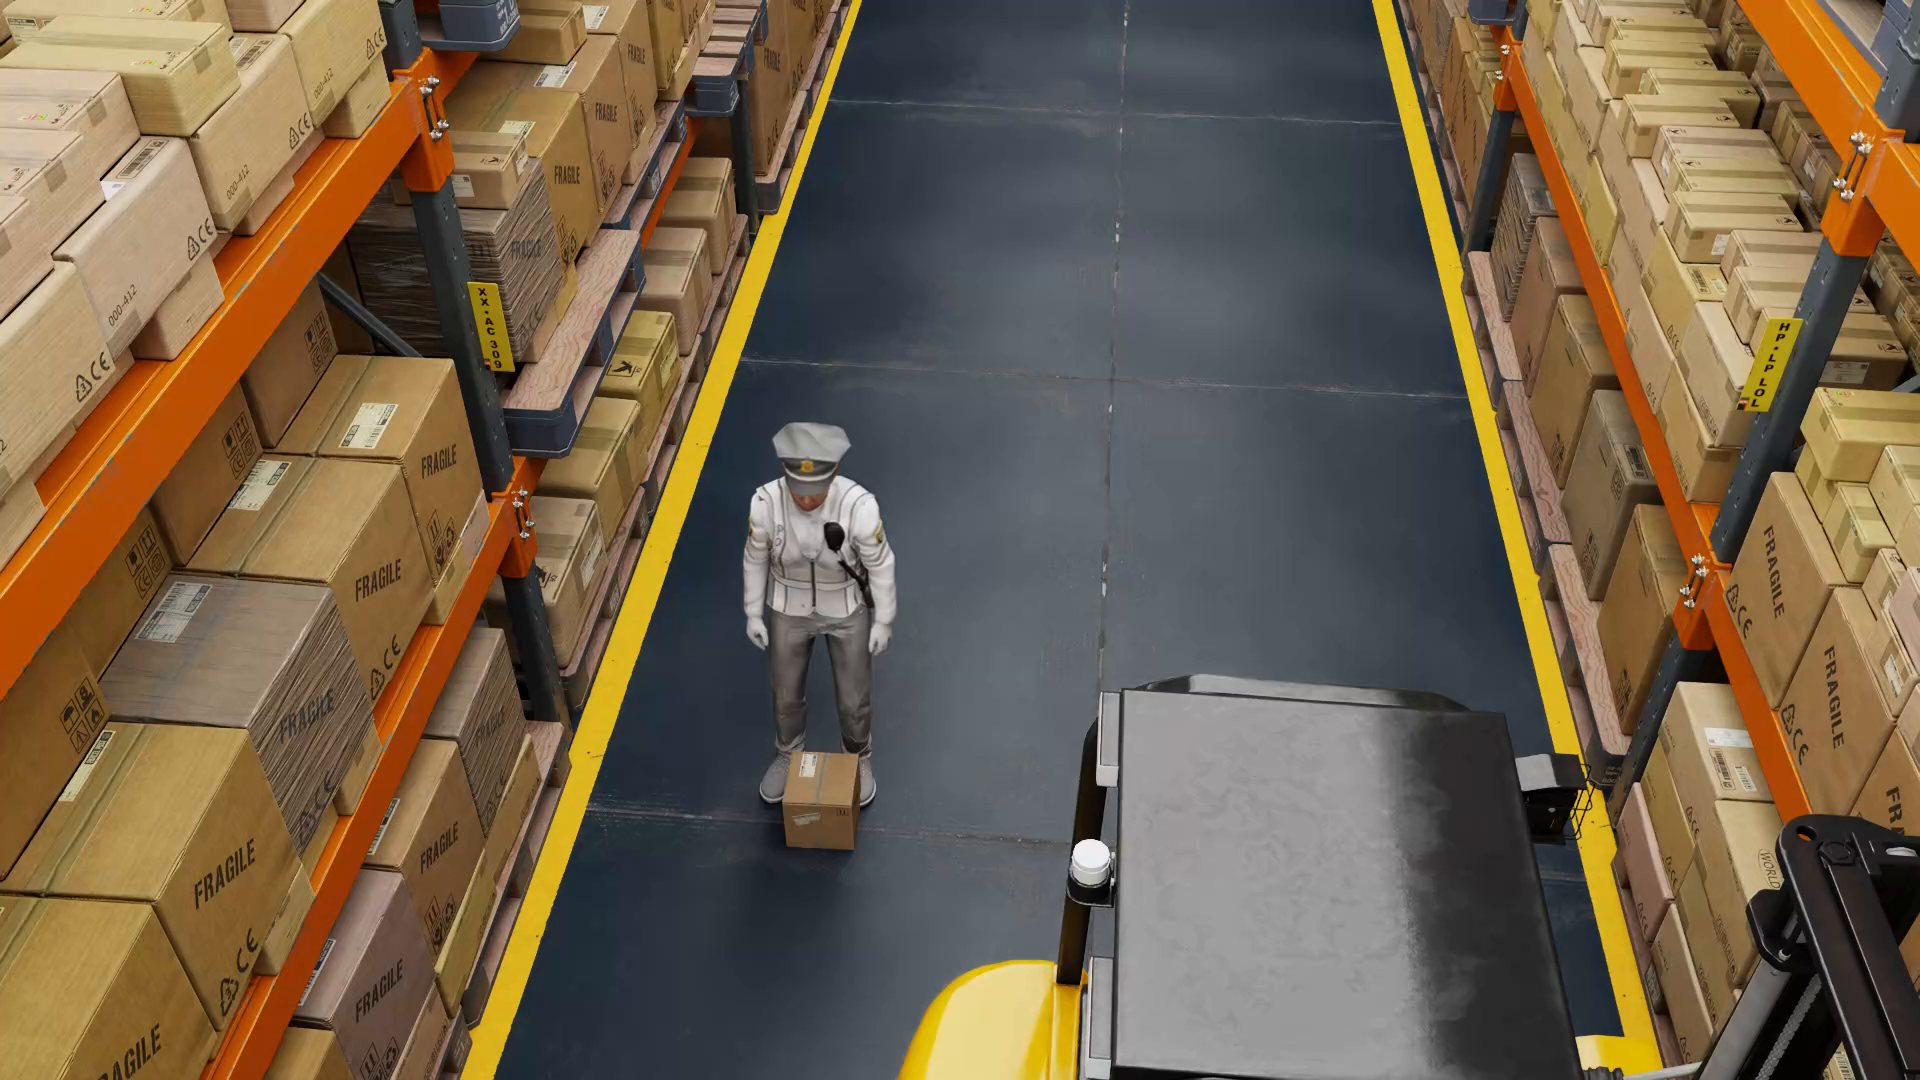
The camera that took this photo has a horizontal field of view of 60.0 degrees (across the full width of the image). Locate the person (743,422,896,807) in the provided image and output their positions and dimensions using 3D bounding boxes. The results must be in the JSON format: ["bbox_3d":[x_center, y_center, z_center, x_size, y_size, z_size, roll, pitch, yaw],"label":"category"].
[{"bbox_3d":[-0.490,0.268,5.837,0.535,1.663,0.378,3,40,3],"label":"person"}]
